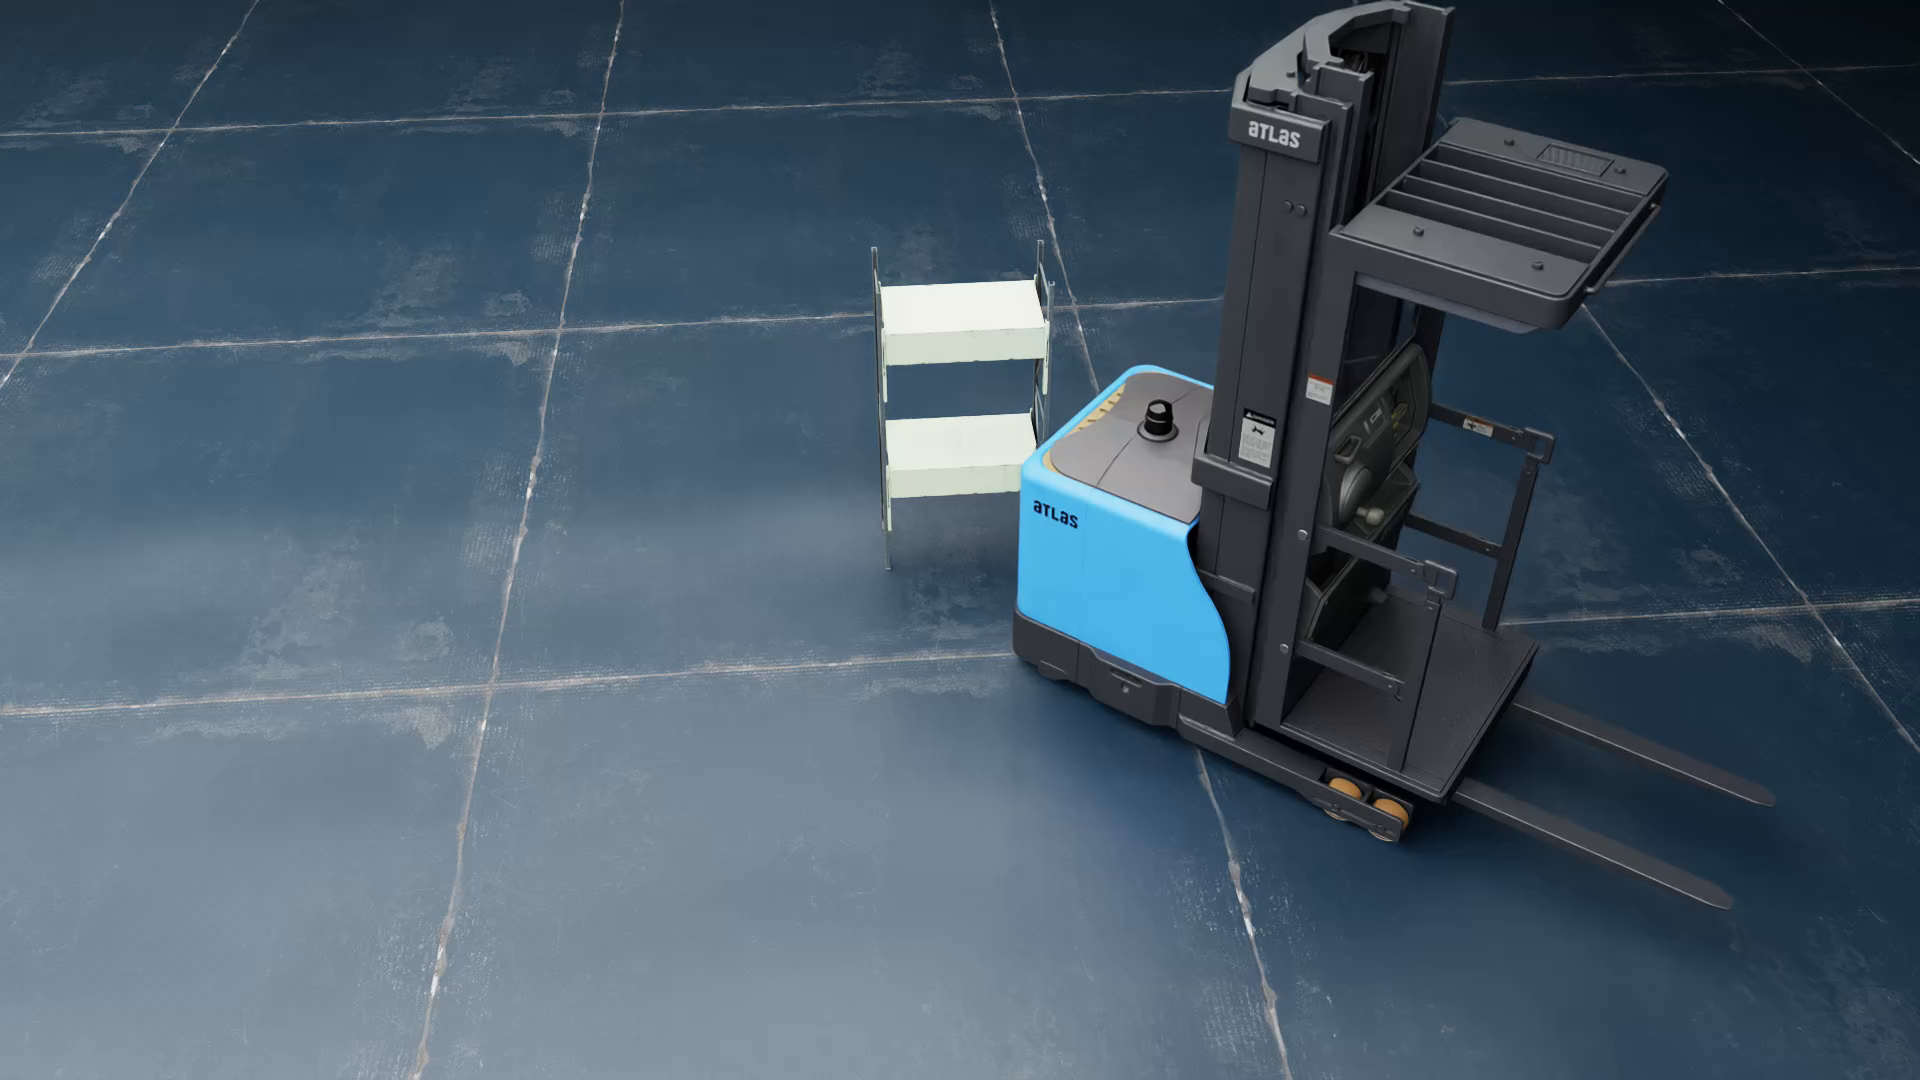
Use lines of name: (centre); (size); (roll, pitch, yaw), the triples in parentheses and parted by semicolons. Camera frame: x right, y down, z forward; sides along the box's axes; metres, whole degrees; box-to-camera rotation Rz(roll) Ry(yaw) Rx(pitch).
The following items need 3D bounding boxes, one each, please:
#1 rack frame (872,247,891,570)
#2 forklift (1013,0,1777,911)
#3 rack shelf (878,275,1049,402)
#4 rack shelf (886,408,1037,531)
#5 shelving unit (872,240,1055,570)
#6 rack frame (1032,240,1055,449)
rack frame: (-0.358, -0.569, 7.582); (0.023, 1.500, 0.400); (-3, 38, -4)
forklift: (1.734, -0.340, 6.137); (3.031, 2.935, 1.130); (23, 44, 27)
rack shelf: (0.007, -0.896, 7.366); (0.720, 0.370, 0.431); (-3, 38, -4)
rack shelf: (0.007, -0.333, 7.810); (0.720, 0.370, 0.431); (-3, 38, -4)
shelving unit: (0.007, -0.589, 7.608); (0.755, 1.500, 0.431); (-3, 38, -4)
rack frame: (0.371, -0.609, 7.633); (0.023, 1.500, 0.400); (-3, 38, -4)
